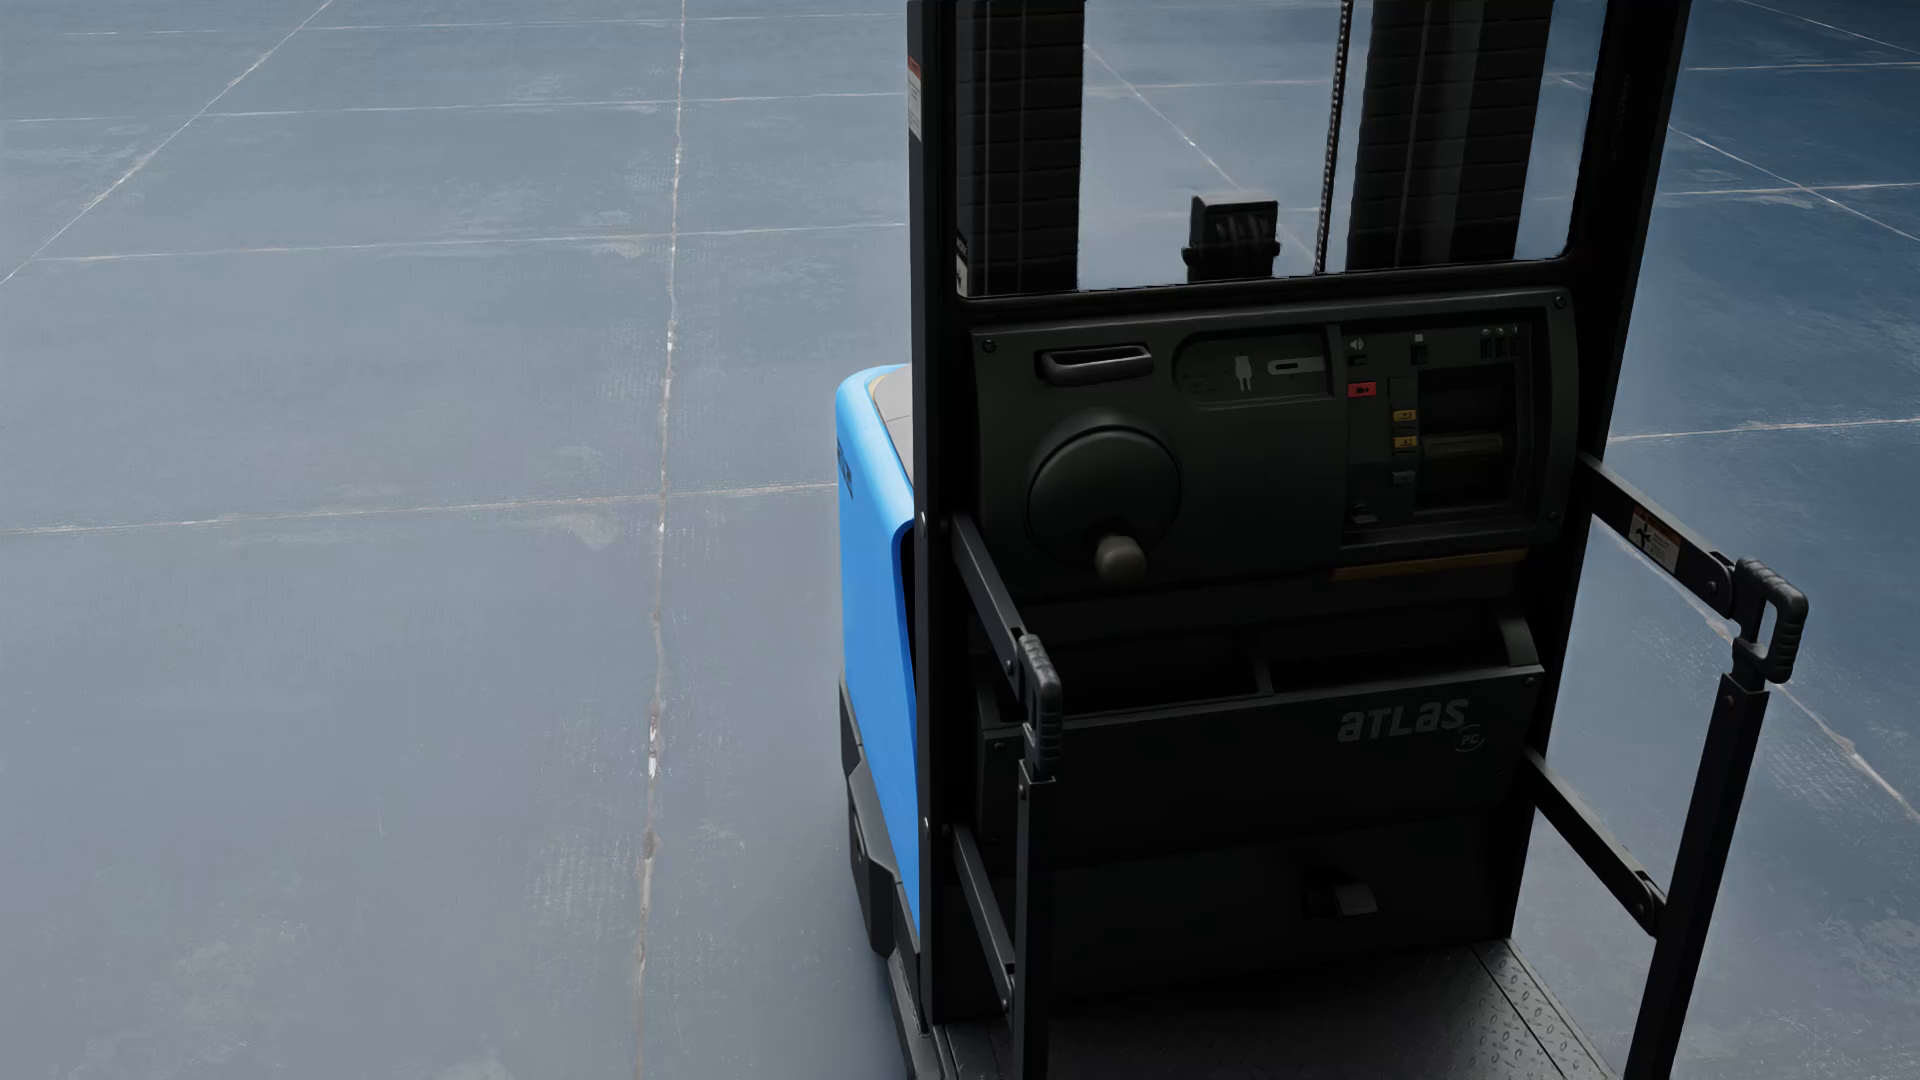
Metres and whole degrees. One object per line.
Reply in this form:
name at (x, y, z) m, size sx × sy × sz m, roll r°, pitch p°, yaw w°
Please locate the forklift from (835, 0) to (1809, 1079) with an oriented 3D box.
forklift at (0.523, -0.116, 2.265) m, size 1.130 × 2.935 × 3.031 m, roll -6°, pitch 28°, yaw -11°
